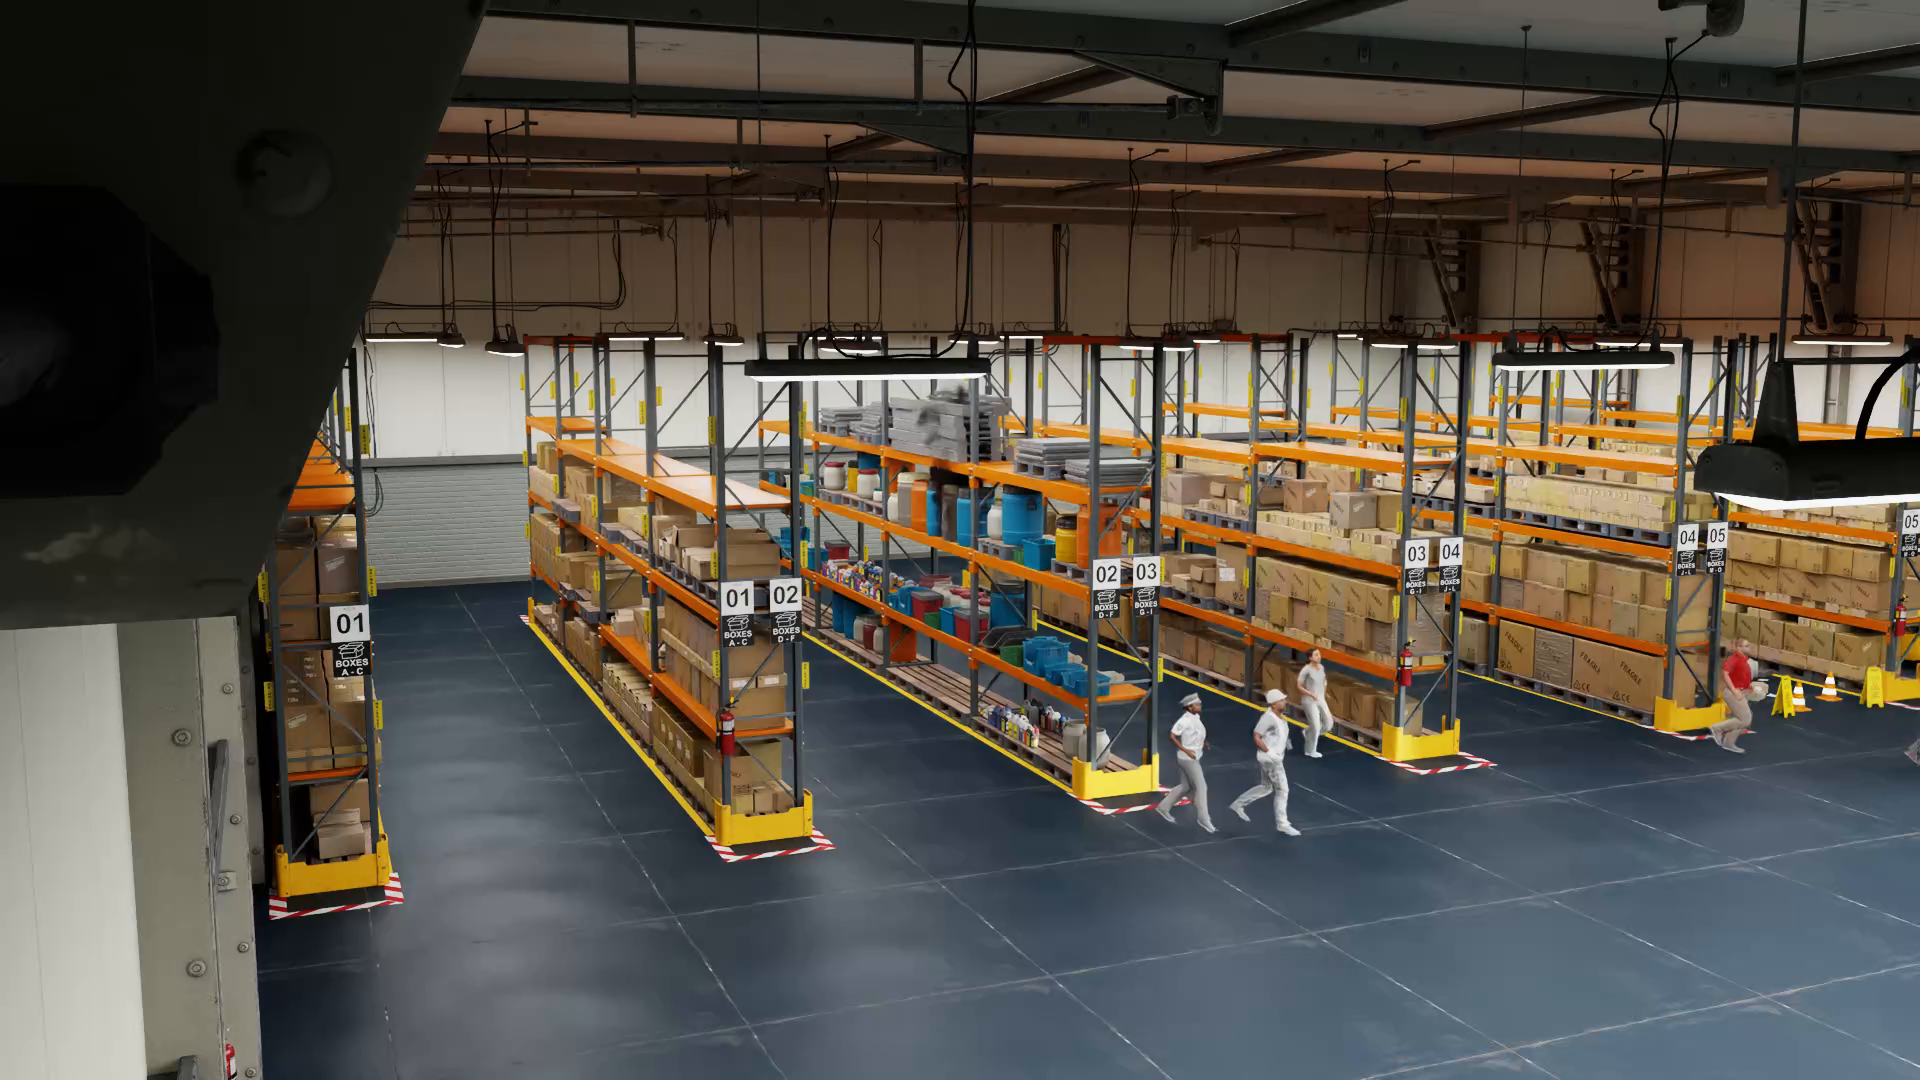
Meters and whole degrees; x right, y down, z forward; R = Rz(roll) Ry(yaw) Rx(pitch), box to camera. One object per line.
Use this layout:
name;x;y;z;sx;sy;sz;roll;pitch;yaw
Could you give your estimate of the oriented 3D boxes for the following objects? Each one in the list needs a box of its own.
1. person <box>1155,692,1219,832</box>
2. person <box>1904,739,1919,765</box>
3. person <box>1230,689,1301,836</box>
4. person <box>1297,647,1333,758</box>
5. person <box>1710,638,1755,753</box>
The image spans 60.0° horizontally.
person;2.854;2.756;20.736;0.811;1.749;0.617;3;8;20
person;13.703;2.430;23.244;0.815;1.693;0.576;5;9;31
person;3.813;2.716;20.559;0.848;1.800;0.692;2;8;16
person;5.110;2.339;24.010;0.541;1.624;0.553;-5;9;-31
person;11.353;2.274;24.402;0.562;1.697;0.669;5;9;34
